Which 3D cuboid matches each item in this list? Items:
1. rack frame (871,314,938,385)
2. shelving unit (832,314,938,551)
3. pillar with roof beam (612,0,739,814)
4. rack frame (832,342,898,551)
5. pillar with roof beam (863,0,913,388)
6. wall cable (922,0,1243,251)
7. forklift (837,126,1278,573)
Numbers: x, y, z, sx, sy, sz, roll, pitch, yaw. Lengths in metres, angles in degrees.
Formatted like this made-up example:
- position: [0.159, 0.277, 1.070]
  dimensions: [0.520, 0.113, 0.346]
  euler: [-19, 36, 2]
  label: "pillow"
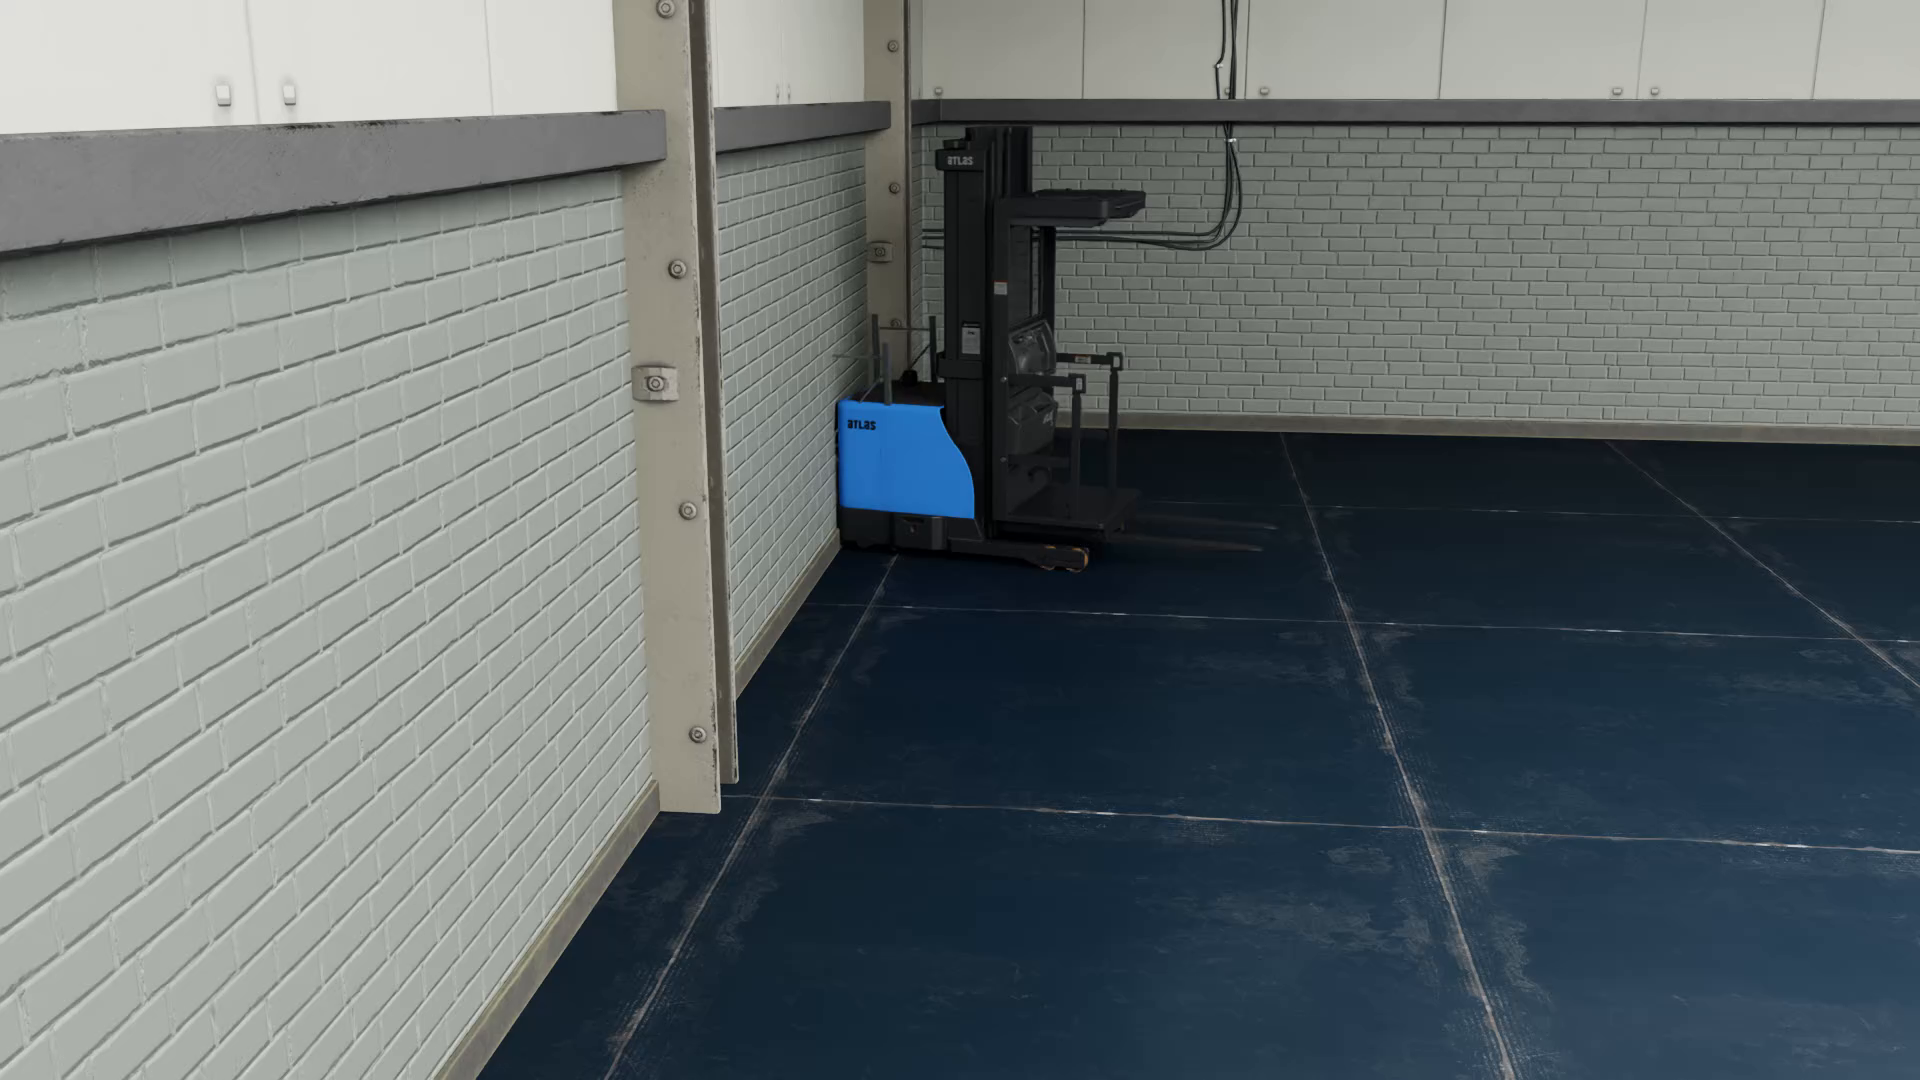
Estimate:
- position: [-0.402, -0.966, 12.639]
  dimensions: [0.500, 1.500, 0.032]
  euler: [4, 19, 17]
  label: "rack frame"
- position: [-0.554, -0.811, 12.179]
  dimensions: [0.538, 1.500, 1.048]
  euler: [4, 19, 17]
  label: "shelving unit"
- position: [3.047, -3.029, 6.124]
  dimensions: [9.100, 9.000, 0.400]
  euler: [2, 15, 6]
  label: "pillar with roof beam"
- position: [-0.705, -0.657, 11.719]
  dimensions: [0.500, 1.500, 0.032]
  euler: [4, 19, 17]
  label: "rack frame"
- position: [3.724, -4.585, 11.879]
  dimensions: [9.100, 9.000, 0.400]
  euler: [2, 15, 6]
  label: "pillar with roof beam"
- position: [1.093, -3.938, 15.435]
  dimensions: [3.097, 2.526, 0.112]
  euler: [2, 15, 6]
  label: "wall cable"
- position: [0.693, -1.346, 11.526]
  dimensions: [3.031, 2.935, 1.130]
  euler: [5, 16, 19]
  label: "forklift"
